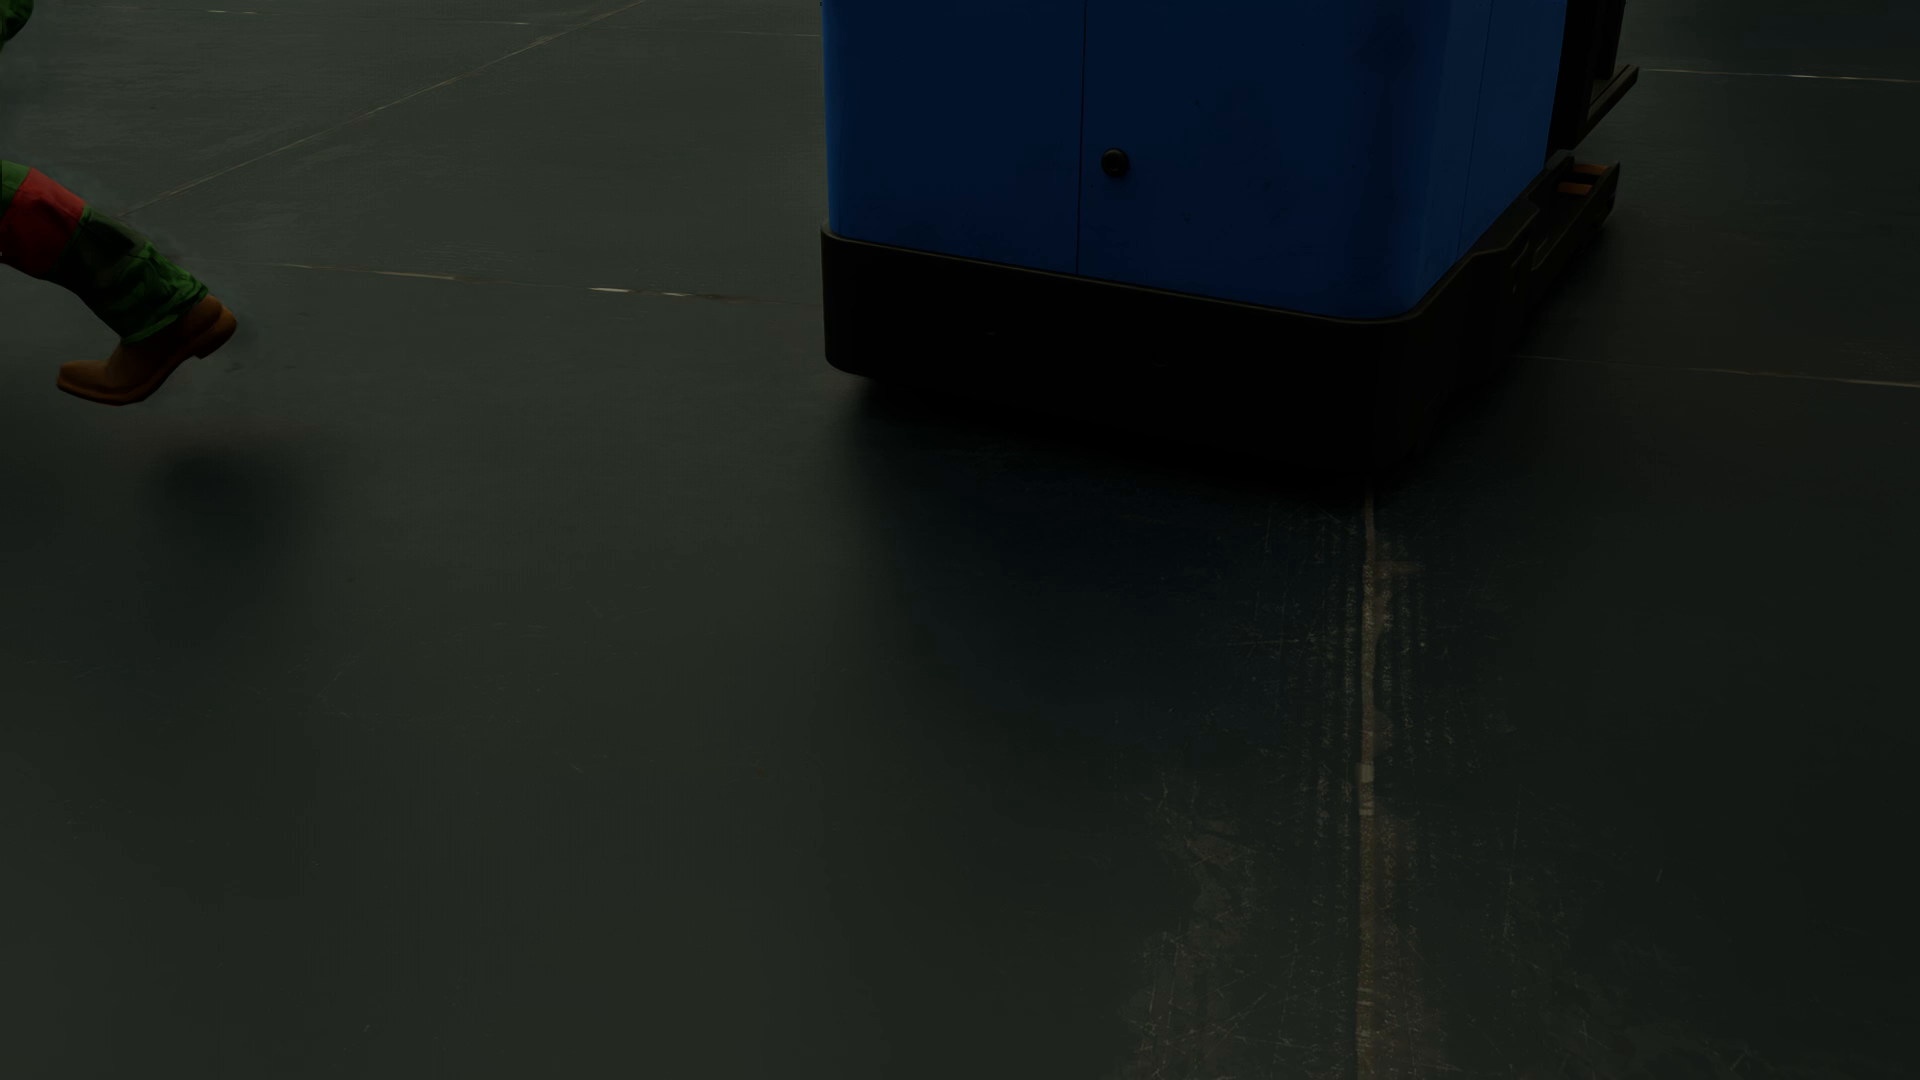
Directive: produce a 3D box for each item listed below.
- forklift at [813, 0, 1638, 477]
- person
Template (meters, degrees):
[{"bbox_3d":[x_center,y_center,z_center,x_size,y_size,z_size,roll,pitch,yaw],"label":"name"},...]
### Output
[{"bbox_3d":[0.894,-2.033,3.276,1.130,2.935,3.031,14,30,25],"label":"forklift"},{"bbox_3d":[-1.841,-1.008,2.763,0.511,1.663,1.189,-22,34,-36],"label":"person"}]
